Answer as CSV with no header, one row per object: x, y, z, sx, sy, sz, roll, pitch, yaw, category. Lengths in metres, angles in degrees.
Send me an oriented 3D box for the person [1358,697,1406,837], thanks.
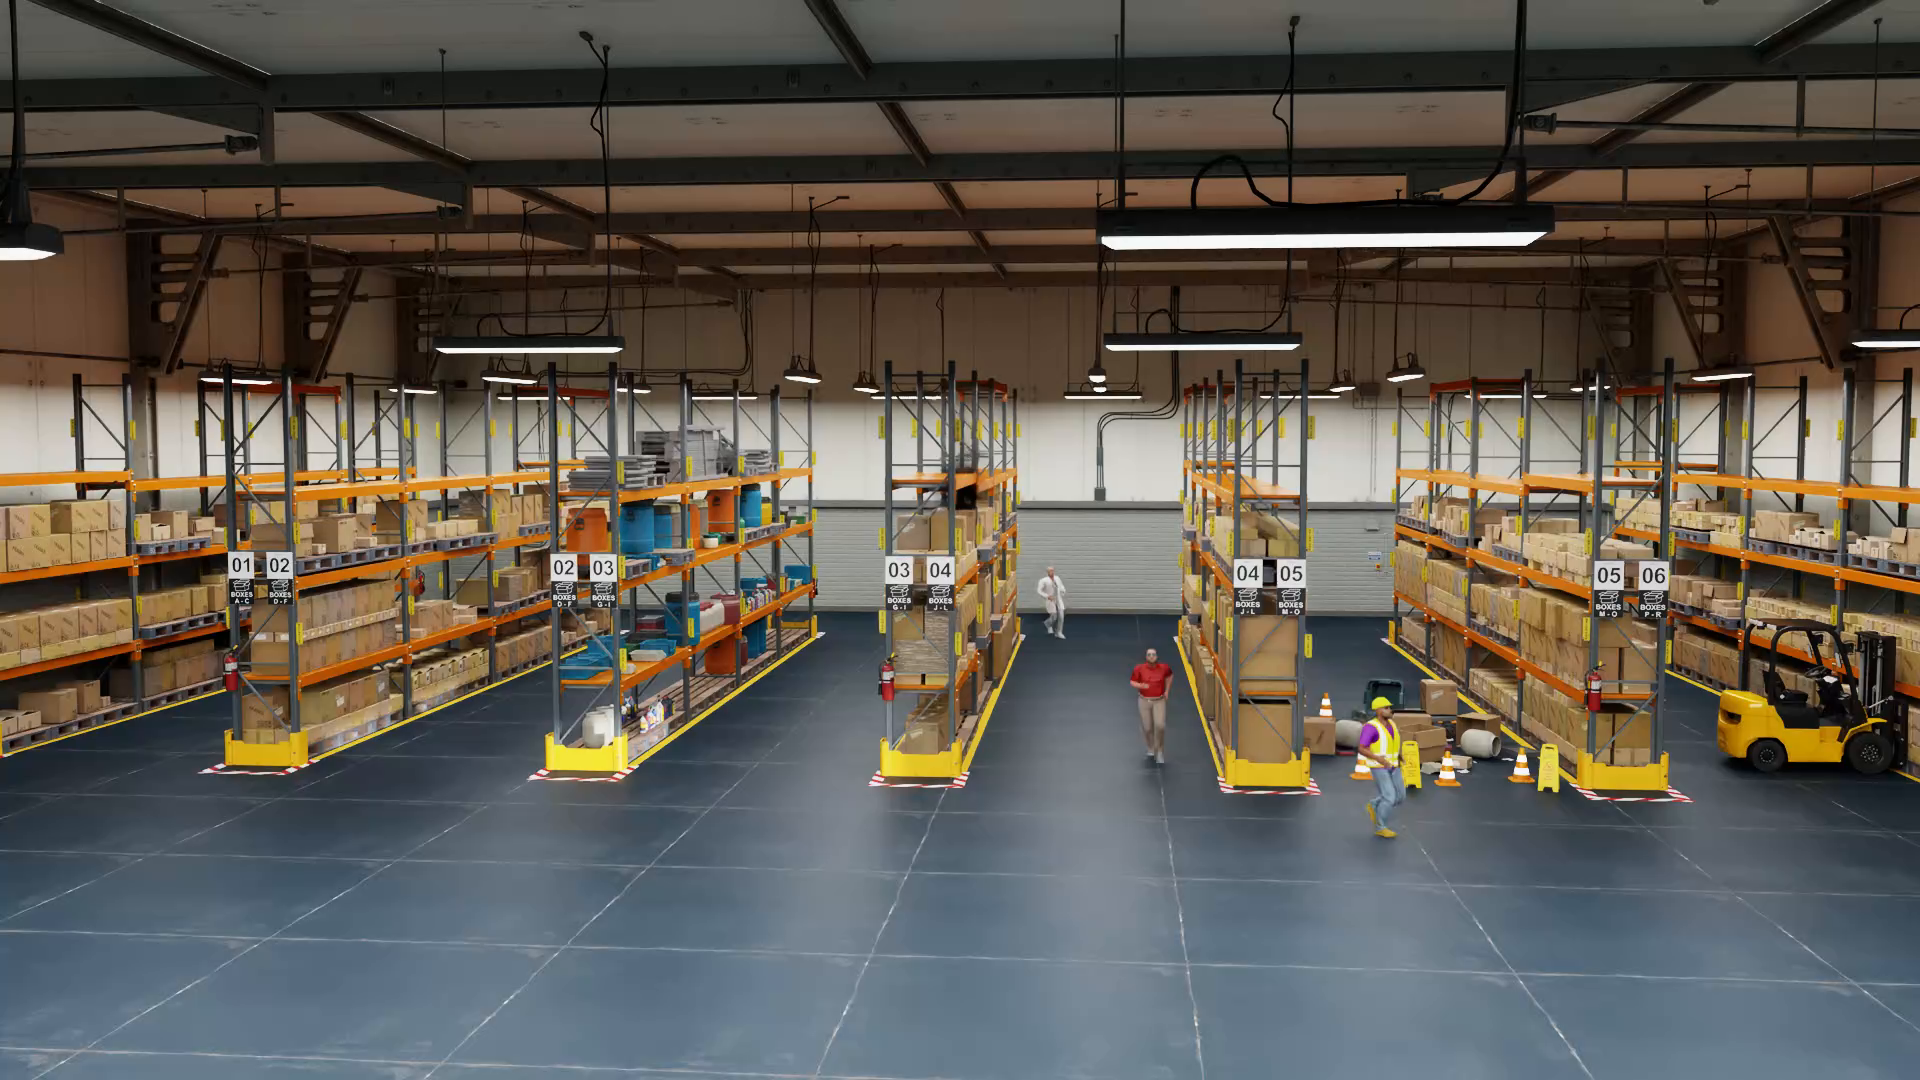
5.219,2.791,20.532,0.696,1.718,0.605,-3,5,-38,person

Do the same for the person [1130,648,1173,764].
2.883,2.501,25.127,0.624,1.755,0.790,1,4,8,person

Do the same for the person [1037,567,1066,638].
2.202,1.507,40.310,0.749,1.735,0.731,-2,4,-30,person

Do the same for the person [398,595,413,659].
-11.456,1.911,34.309,0.566,1.604,0.547,0,4,-1,person
